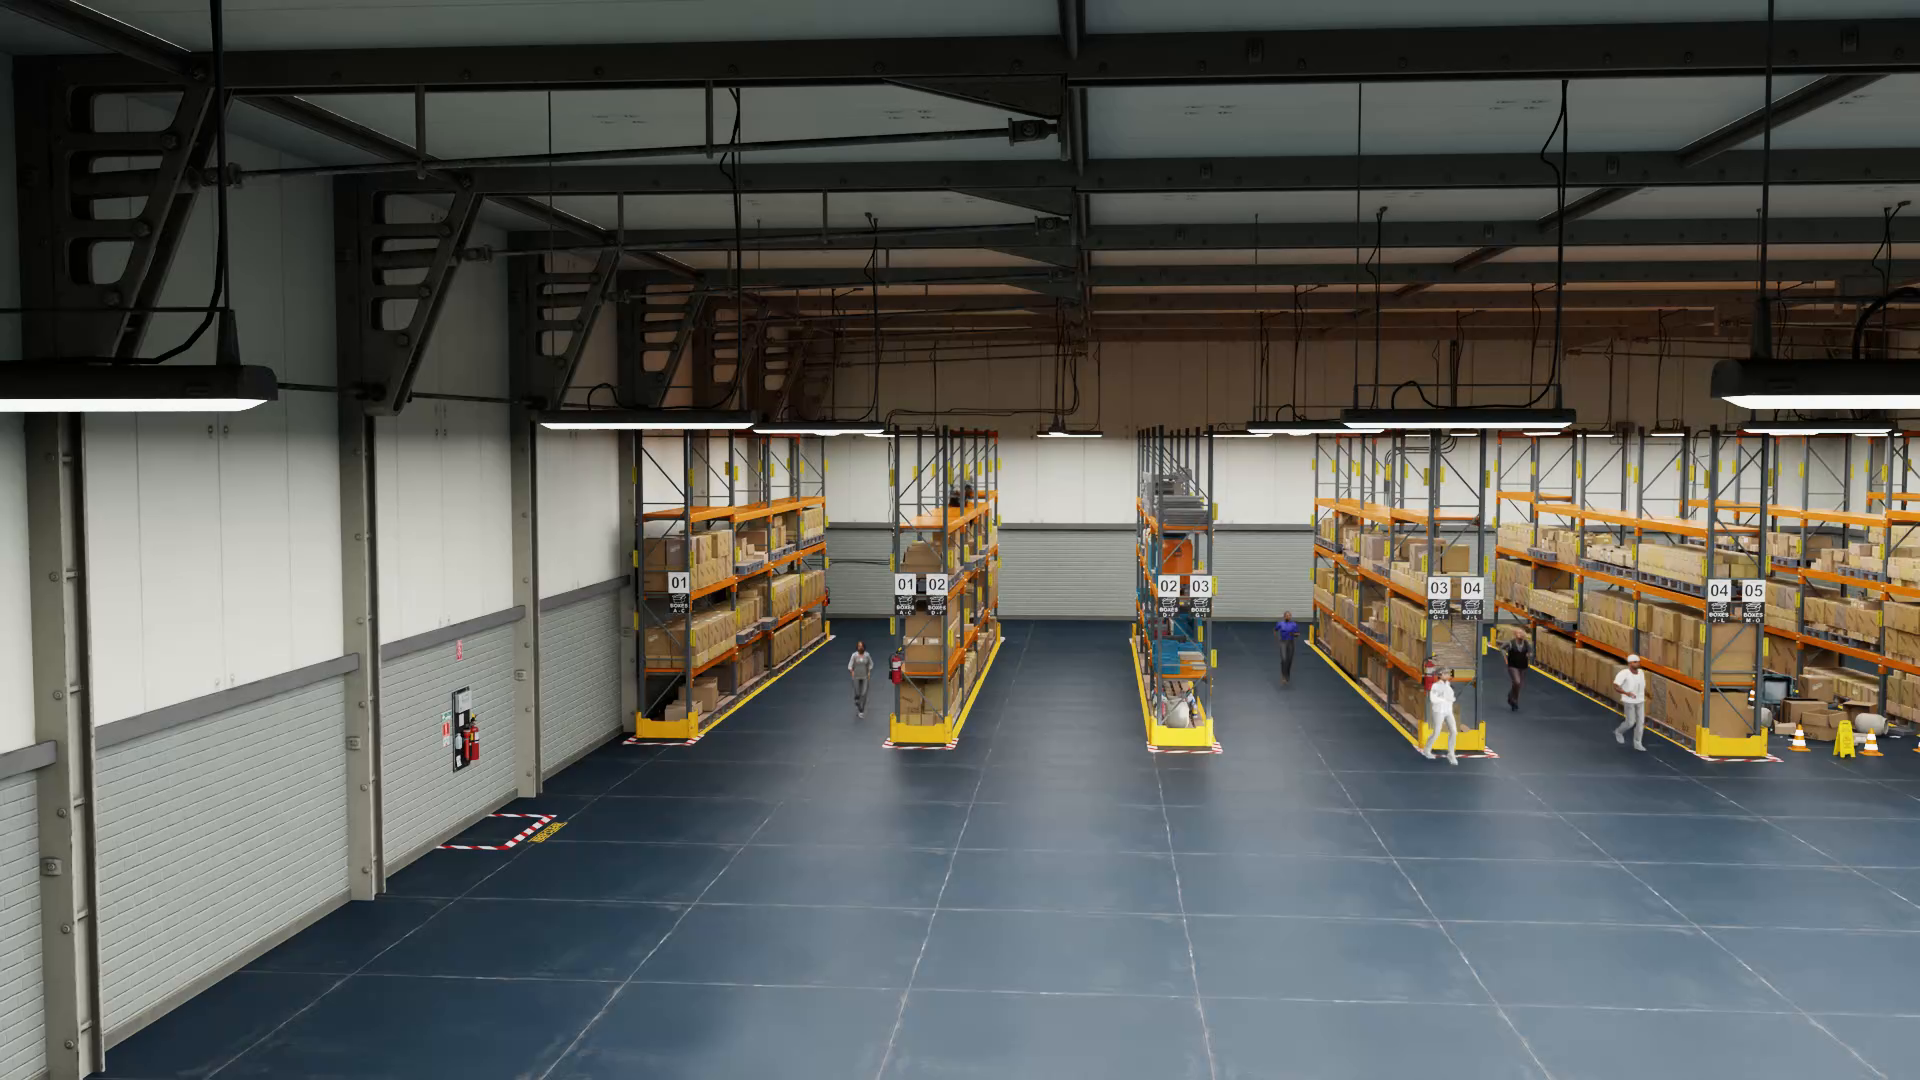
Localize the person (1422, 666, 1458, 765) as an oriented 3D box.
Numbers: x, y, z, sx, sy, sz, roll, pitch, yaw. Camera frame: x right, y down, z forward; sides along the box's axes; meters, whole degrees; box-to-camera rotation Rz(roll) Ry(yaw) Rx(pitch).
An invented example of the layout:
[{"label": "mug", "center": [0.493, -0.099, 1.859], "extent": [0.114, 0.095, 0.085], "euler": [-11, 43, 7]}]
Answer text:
[{"label": "person", "center": [8.543, 3.110, 29.520], "extent": [0.610, 1.781, 0.667], "euler": [-2, 4, -33]}]

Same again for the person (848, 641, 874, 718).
[{"label": "person", "center": [-2.052, 2.875, 34.503], "extent": [0.536, 1.563, 0.651], "euler": [-1, 3, -9]}]

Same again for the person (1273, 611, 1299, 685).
[{"label": "person", "center": [7.723, 2.576, 39.303], "extent": [0.557, 1.596, 0.818], "euler": [0, 3, -1]}]

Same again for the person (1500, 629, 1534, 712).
[{"label": "person", "center": [11.841, 2.755, 35.330], "extent": [0.637, 1.761, 0.804], "euler": [0, 3, -6]}]

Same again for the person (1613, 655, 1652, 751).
[{"label": "person", "center": [12.463, 2.993, 30.838], "extent": [0.730, 1.747, 0.758], "euler": [-1, 4, -14]}]
